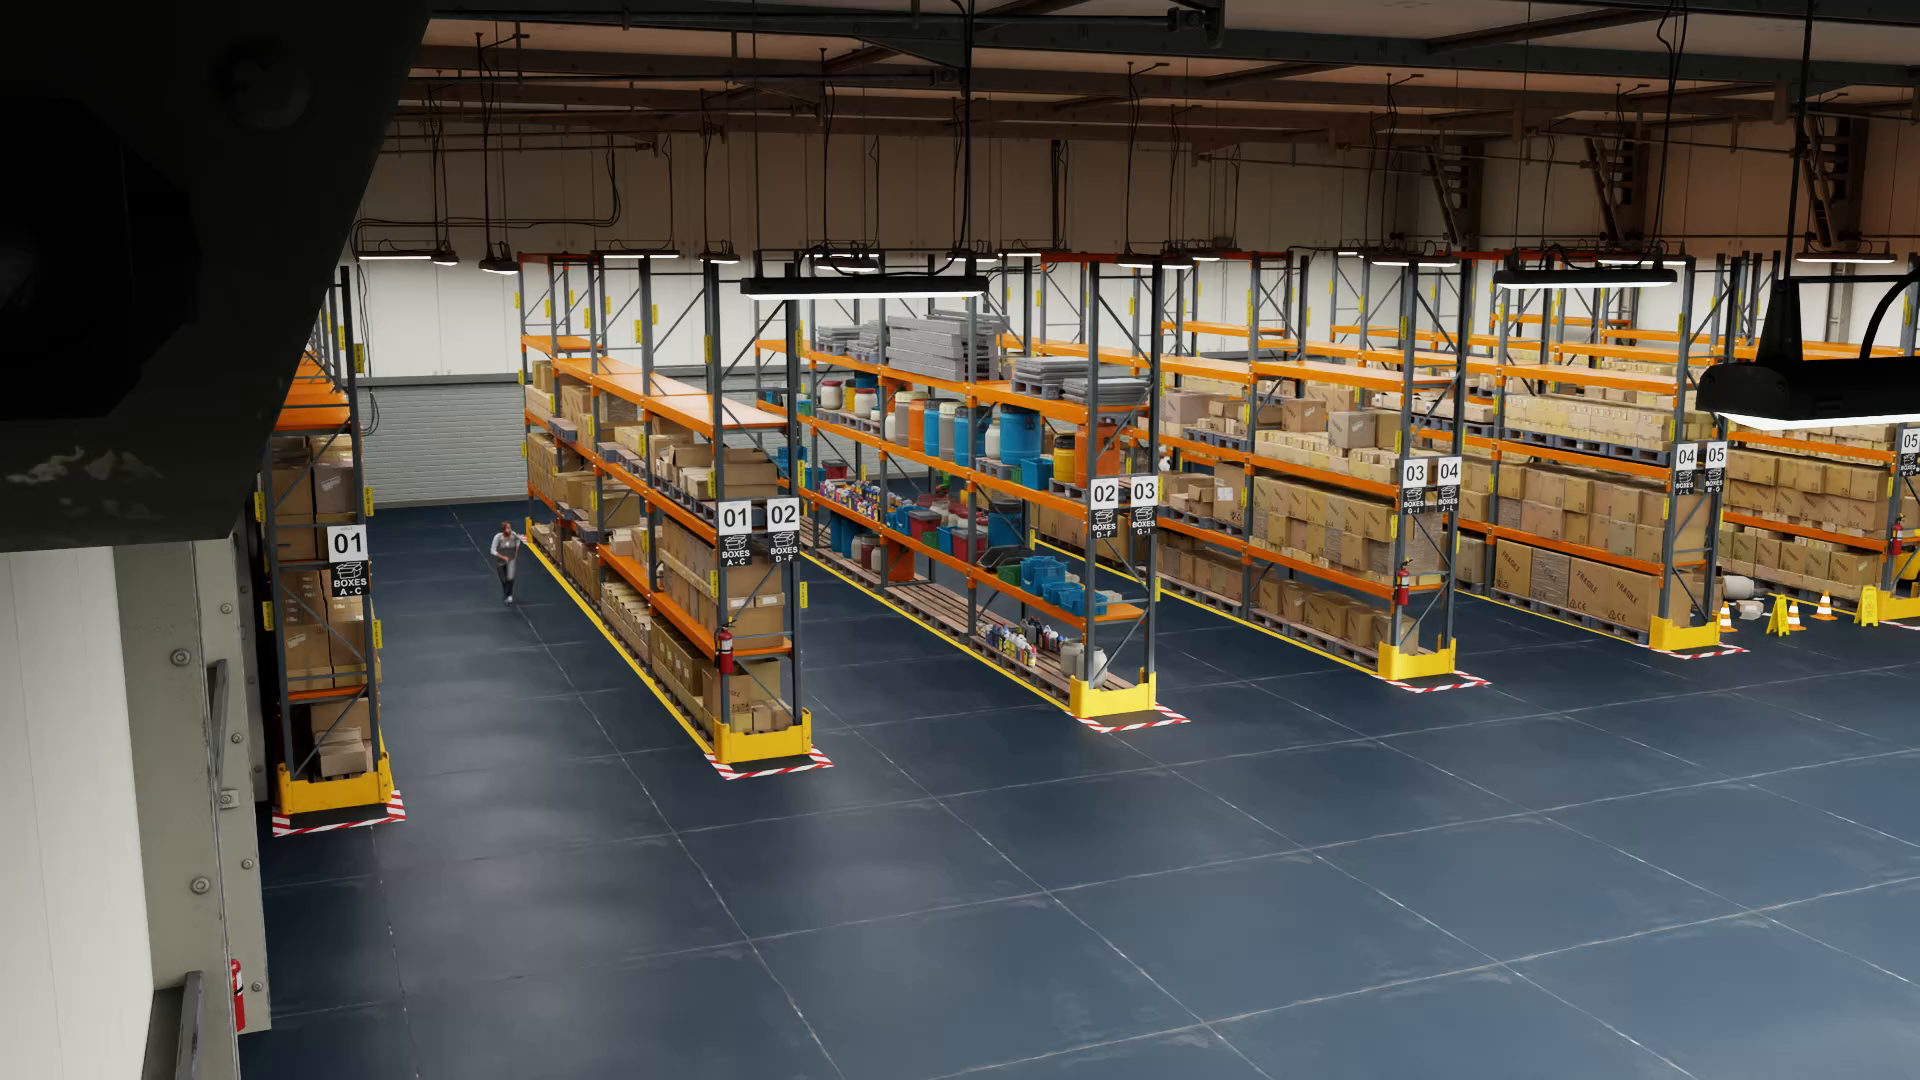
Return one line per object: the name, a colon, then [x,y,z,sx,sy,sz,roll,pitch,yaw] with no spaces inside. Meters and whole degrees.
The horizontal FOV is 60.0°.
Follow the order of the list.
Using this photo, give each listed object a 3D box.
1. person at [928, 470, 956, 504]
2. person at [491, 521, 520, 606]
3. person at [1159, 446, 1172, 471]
person: [-0.432,-1.707,39.396,0.720,1.782,0.612,-2,11,-11]
person: [-7.817,0.381,28.652,0.487,1.507,0.779,-2,11,-13]
person: [4.592,-1.348,37.858,0.564,1.595,1.053,-5,11,-23]
